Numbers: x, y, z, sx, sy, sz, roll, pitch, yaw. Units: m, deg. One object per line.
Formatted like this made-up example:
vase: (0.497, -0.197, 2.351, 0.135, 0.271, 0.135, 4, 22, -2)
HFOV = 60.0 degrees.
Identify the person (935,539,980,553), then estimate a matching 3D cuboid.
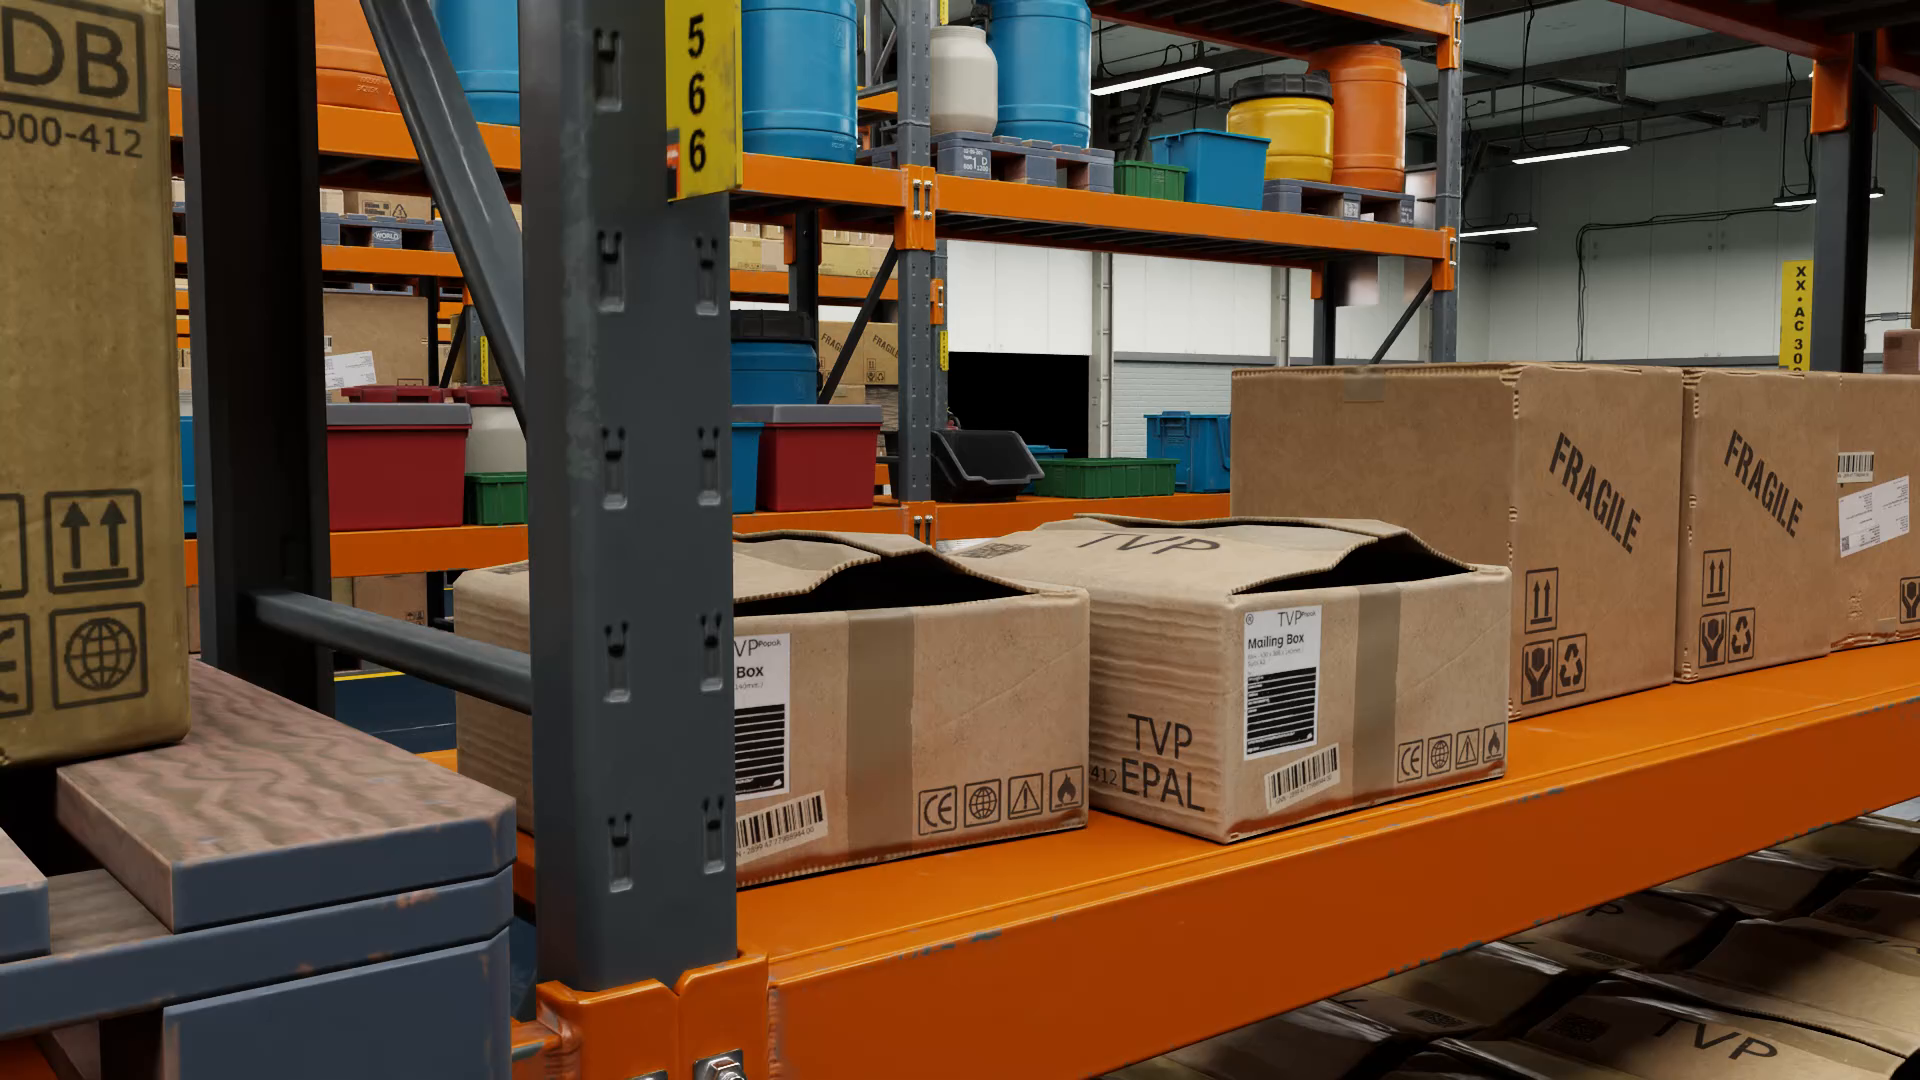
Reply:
person: (-0.121, 0.243, 12.617, 0.502, 1.052, 0.831, -4, 6, -39)
